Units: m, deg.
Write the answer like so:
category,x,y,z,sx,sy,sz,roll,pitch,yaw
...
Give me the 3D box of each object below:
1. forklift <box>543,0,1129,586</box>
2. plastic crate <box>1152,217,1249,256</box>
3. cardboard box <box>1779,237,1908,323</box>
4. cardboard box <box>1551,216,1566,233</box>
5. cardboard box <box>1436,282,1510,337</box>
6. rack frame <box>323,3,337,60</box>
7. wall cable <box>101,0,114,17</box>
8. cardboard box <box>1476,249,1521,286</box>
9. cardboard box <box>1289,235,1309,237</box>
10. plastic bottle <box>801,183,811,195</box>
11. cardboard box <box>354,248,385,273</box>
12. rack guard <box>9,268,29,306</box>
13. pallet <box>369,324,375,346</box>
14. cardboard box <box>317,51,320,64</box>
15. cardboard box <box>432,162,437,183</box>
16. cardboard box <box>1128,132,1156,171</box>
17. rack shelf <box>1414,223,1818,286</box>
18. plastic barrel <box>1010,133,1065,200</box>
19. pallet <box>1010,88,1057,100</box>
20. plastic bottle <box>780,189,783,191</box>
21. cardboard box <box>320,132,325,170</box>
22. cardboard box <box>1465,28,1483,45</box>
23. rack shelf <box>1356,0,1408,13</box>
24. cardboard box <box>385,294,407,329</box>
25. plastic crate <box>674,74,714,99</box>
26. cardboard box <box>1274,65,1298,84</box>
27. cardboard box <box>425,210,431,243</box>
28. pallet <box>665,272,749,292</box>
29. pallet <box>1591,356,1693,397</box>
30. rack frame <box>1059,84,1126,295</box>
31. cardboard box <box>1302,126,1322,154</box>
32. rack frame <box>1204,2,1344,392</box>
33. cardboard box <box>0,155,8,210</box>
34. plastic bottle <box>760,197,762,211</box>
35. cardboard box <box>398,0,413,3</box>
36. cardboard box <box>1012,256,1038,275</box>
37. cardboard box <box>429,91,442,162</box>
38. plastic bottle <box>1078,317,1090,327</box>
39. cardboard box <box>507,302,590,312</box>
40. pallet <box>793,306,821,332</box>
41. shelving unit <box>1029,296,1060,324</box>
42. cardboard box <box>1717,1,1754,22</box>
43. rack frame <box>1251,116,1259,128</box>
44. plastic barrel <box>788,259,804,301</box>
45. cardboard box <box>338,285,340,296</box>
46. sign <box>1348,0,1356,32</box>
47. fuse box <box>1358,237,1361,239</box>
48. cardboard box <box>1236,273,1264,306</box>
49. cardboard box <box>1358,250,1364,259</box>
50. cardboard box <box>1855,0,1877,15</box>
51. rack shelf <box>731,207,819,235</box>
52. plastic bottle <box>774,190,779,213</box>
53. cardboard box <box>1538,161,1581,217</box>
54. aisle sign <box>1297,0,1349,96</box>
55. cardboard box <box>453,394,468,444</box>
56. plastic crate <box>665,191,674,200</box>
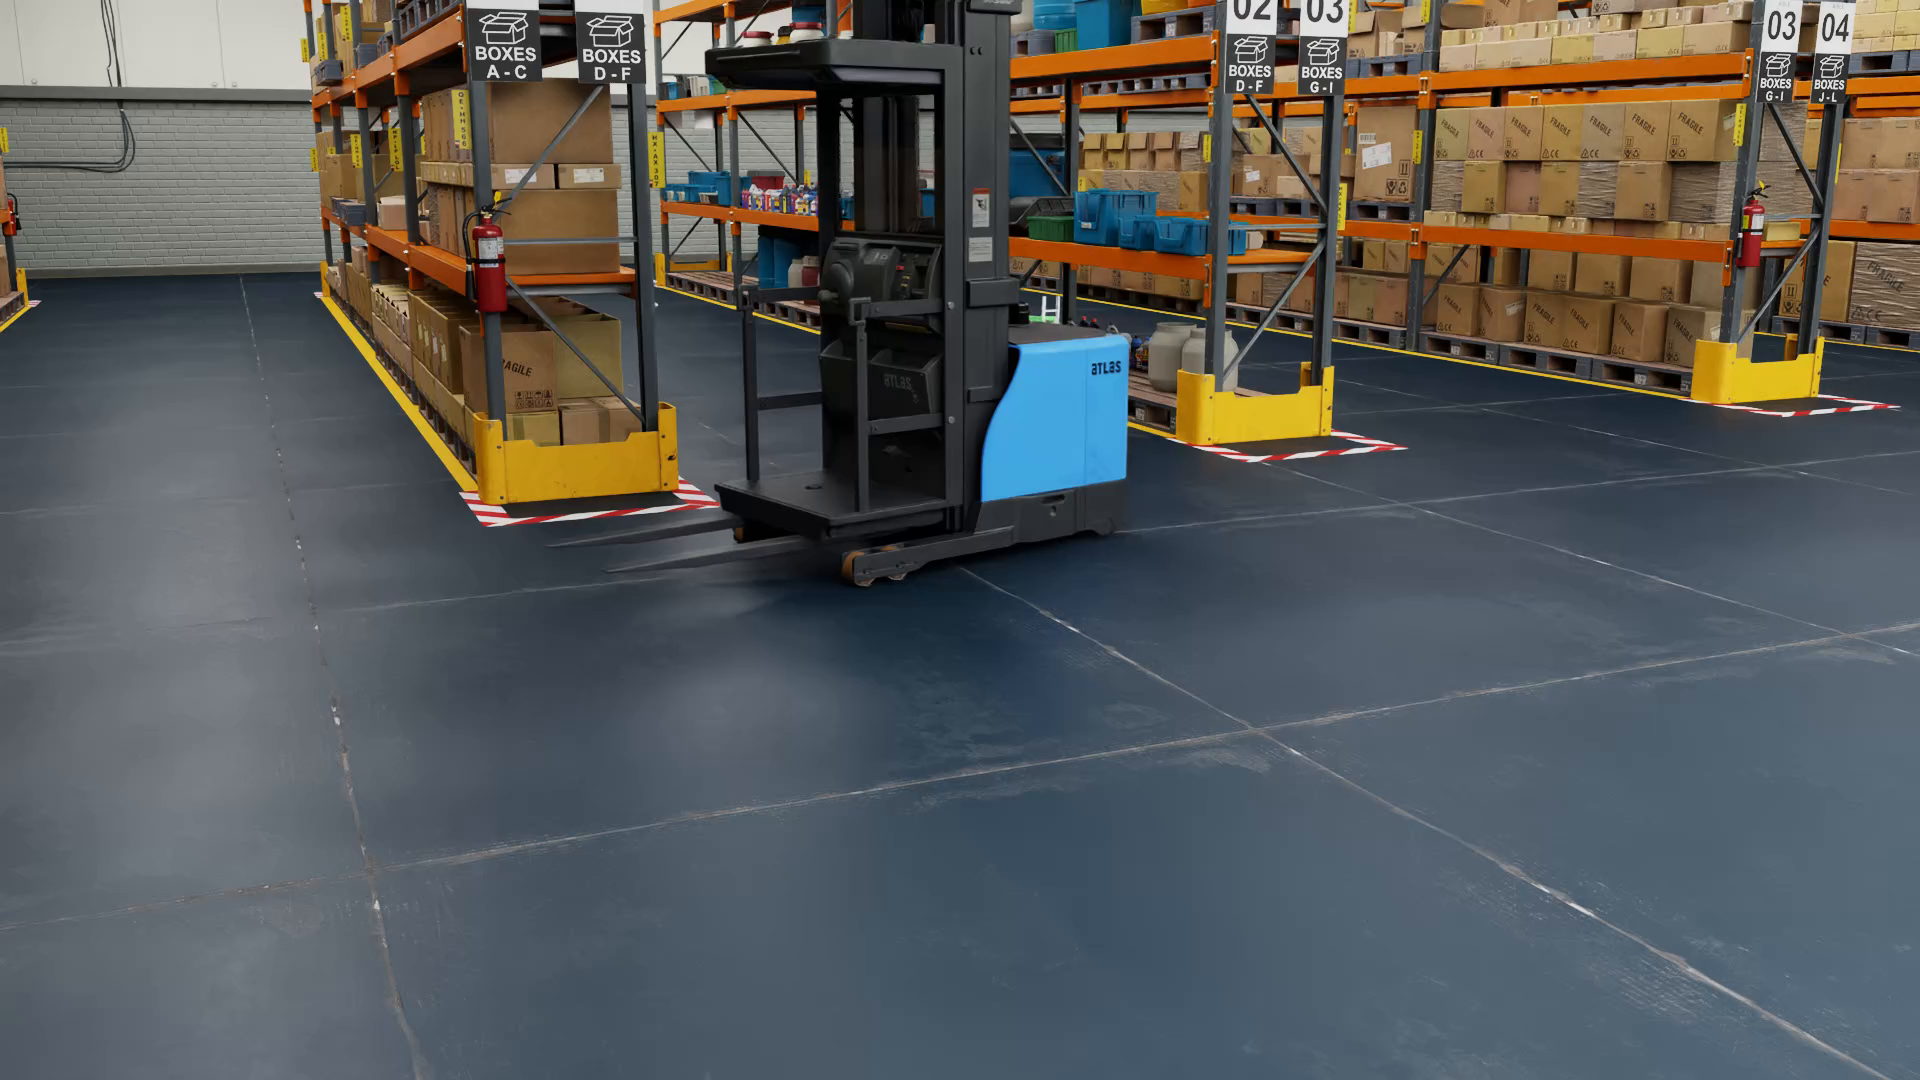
category,x,y,z,sx,sy,sz,roll,pitch,yaw
forklift,-0.561,-1.341,8.163,3.031,2.935,1.130,-10,16,-37
plastic crate,1.742,-2.207,12.084,0.499,0.251,0.616,-6,14,-23
cardboard box,9.925,-2.937,18.689,0.875,0.875,0.875,-5,14,-22
cardboard box,5.718,-2.927,15.420,0.380,0.149,0.250,-6,14,-23
cardboard box,5.276,-2.377,17.102,0.500,0.500,0.500,-6,14,-25
rack frame,-7.131,-7.159,19.843,1.000,3.000,0.127,-6,14,-23
wall cable,-12.730,-9.930,27.502,3.097,2.526,0.112,-6,14,-23
cardboard box,7.632,-3.830,23.376,0.500,0.500,0.500,-6,14,-23
cardboard box,5.851,-5.129,28.450,0.380,0.149,0.250,-6,14,-25
plastic bottle,-1.981,-4.447,21.540,0.144,0.351,0.185,-6,14,-23
cardboard box,-6.558,-3.166,18.800,0.500,0.250,0.500,-6,14,-24
rack guard,-13.280,-3.401,22.456,1.175,0.500,0.348,-6,14,-23
pallet,-5.793,-2.208,17.944,1.003,0.211,1.213,-6,14,-23
cardboard box,-7.970,-6.151,21.364,0.500,0.250,0.500,-6,14,-23
cardboard box,-3.684,-2.716,12.291,0.380,0.149,0.250,-6,14,-23
cardboard box,2.739,-5.266,22.525,0.797,0.503,0.637,-5,14,-21
rack shelf,5.953,-2.713,15.536,1.077,0.370,4.000,-6,14,-23
plastic barrel,0.737,-3.381,15.714,0.600,0.901,0.708,-6,14,-23
pallet,1.145,-6.970,25.875,1.003,0.211,1.213,-6,14,-23
plastic bottle,-2.244,-4.314,21.134,0.152,0.276,0.135,-6,14,-23
cardboard box,-8.385,-5.271,22.554,0.500,0.500,0.500,-5,14,-22
cardboard box,5.169,-4.916,16.253,0.380,0.149,0.250,-6,14,-26
rack shelf,5.732,-8.541,27.418,1.077,0.370,4.000,-6,14,-23
cardboard box,-4.961,-2.093,15.185,0.500,0.311,0.500,-6,14,-24
plastic crate,-3.833,-6.599,24.217,0.504,0.338,0.767,-6,14,-23
cardboard box,3.925,-5.360,19.057,0.500,0.250,0.500,-5,14,-22
cardboard box,-4.163,-2.608,13.817,0.500,0.250,0.500,-5,14,-19
pallet,-3.898,-3.976,25.583,1.003,0.211,1.213,-6,14,-23
pallet,6.431,-1.479,14.791,1.003,0.211,1.213,-6,14,-23
rack frame,1.948,-5.130,24.382,1.000,3.000,0.127,-6,14,-23
cardboard box,5.885,-6.417,26.843,0.500,0.500,0.500,-6,14,-25
rack frame,2.216,-2.203,11.737,1.000,3.000,0.127,-6,14,-23
cardboard box,-13.057,-4.656,21.668,0.980,0.700,0.700,-5,14,-20
plastic bottle,-2.508,-4.313,21.295,0.097,0.201,0.097,0,13,0
cardboard box,-3.750,-4.034,11.952,0.500,0.311,0.500,-6,15,-26
cardboard box,1.396,-4.629,25.998,0.875,0.875,0.875,-6,14,-23
cardboard box,-3.539,-3.068,12.376,0.700,0.500,0.500,-6,14,-23
plastic bottle,1.136,-1.846,15.094,0.144,0.351,0.185,-6,14,-24
cardboard box,-2.933,-1.428,11.891,0.500,0.500,0.500,-6,14,-23
pallet,-1.342,-2.657,19.880,1.003,0.211,1.213,-6,14,-23
shelving unit,0.287,-0.839,9.796,0.503,1.200,0.258,6,10,24
cardboard box,6.357,-4.262,13.430,0.380,0.149,0.250,-6,14,-23
rack frame,4.930,-6.383,29.798,1.000,3.000,0.127,-6,14,-23
plastic barrel,-1.960,-3.290,21.019,0.421,0.512,0.421,0,13,0
cardboard box,-7.824,-3.225,21.500,0.380,0.149,0.250,-6,14,-23
sign,2.722,-3.718,11.608,0.100,0.325,0.005,-6,14,-23
fuse box,9.129,-7.546,37.679,0.539,1.711,0.414,-6,14,-23
cardboard box,3.837,-3.163,20.453,0.700,0.500,0.500,-6,15,-26
cardboard box,6.681,-4.621,26.916,0.380,0.149,0.250,-5,14,-20
cardboard box,9.776,-5.674,17.716,0.380,0.149,0.250,-6,14,-23
rack shelf,-1.789,-3.919,20.745,1.077,0.370,4.000,-6,14,-23
plastic bottle,-2.269,-4.224,20.754,0.097,0.271,0.097,0,13,0
cardboard box,5.899,-3.264,15.440,0.875,0.500,0.500,-6,14,-23
aisle sign,2.514,-3.481,11.494,0.394,0.787,0.004,-6,14,-23
cardboard box,-3.021,-0.808,10.875,0.500,0.250,0.500,-6,14,-23
plastic crate,-4.343,-5.255,25.375,0.250,0.136,0.298,-6,14,-23
